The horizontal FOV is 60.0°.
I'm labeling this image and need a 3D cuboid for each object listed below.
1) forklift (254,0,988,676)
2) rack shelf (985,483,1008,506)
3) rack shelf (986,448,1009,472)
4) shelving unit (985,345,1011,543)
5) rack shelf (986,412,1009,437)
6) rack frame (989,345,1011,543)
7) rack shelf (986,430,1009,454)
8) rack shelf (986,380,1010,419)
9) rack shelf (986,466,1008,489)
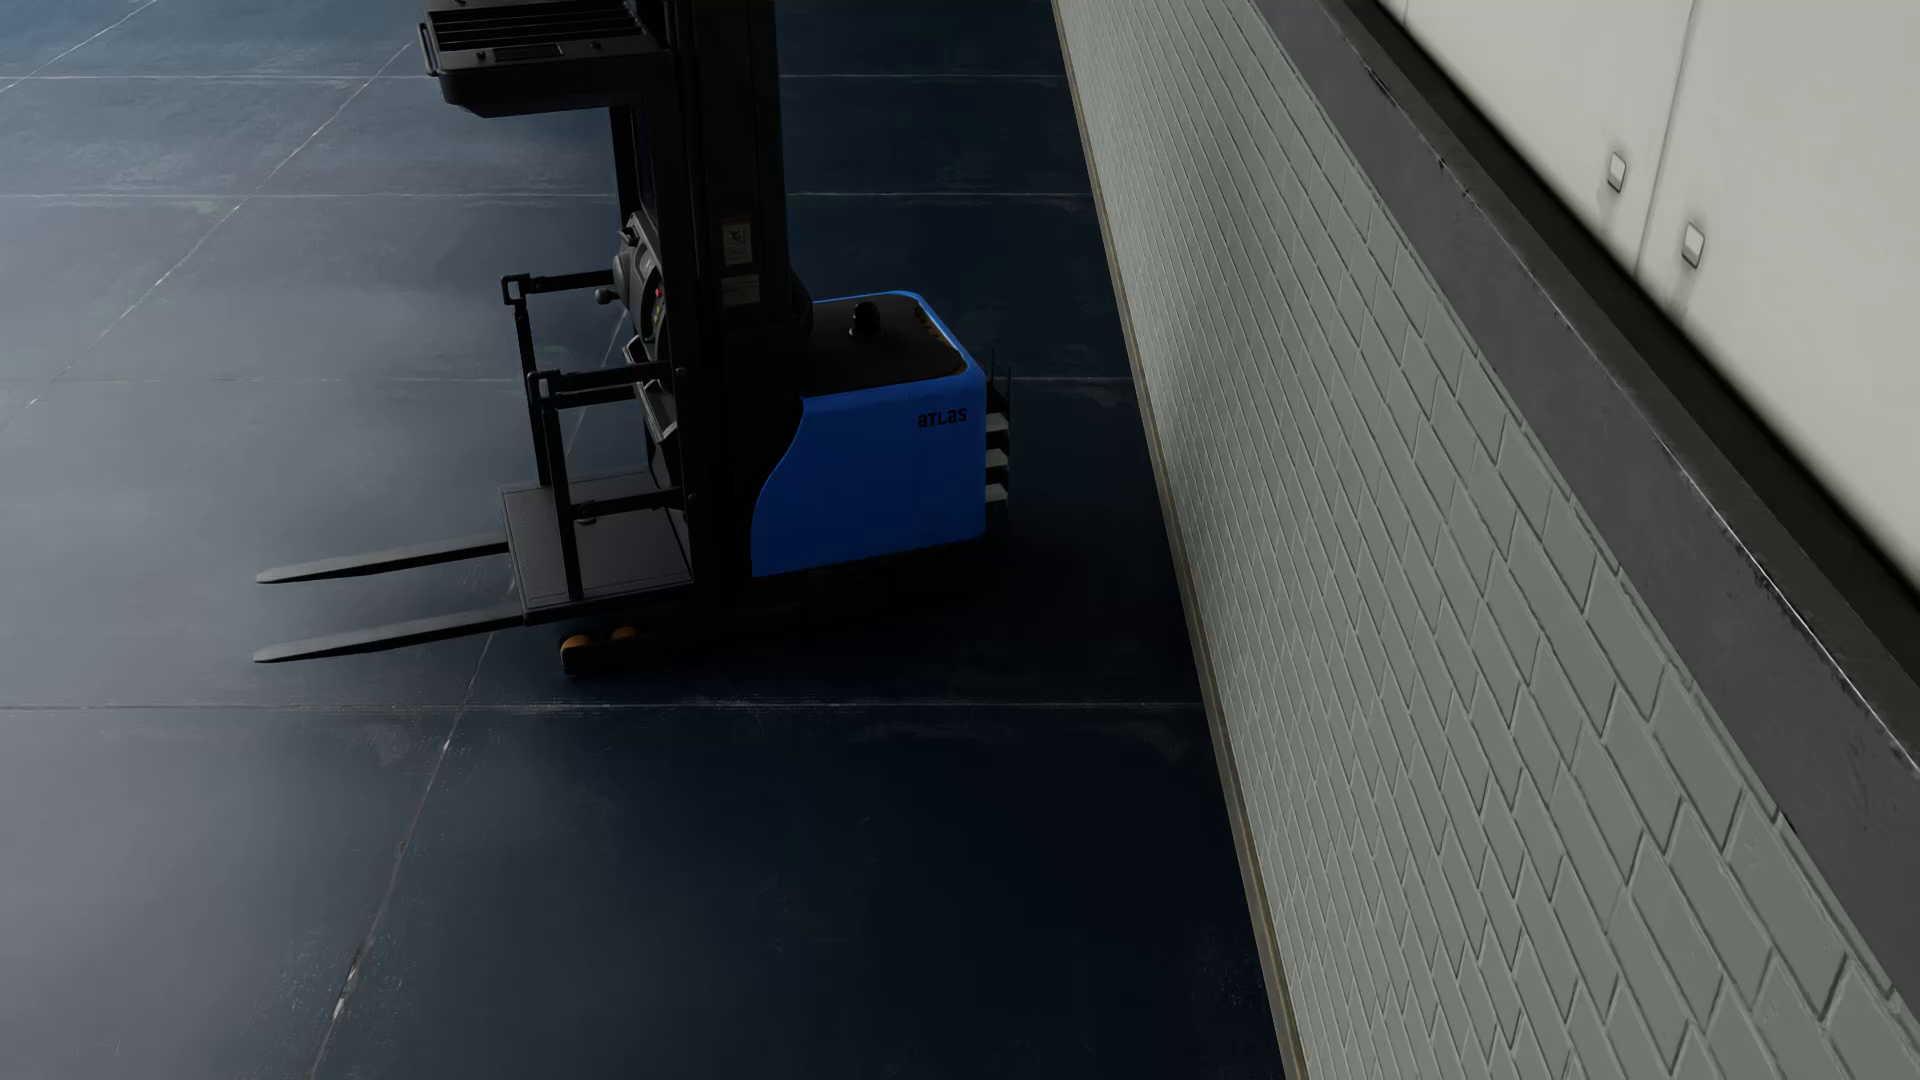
[{"bbox_3d":[-1.451,-1.003,6.578,3.031,2.935,1.130,-10,33,-16],"label":"forklift"},{"bbox_3d":[0.084,-0.231,7.674,0.200,0.077,0.258,-10,33,-16],"label":"rack shelf"},{"bbox_3d":[0.084,-0.384,7.580,0.200,0.077,0.258,-10,33,-16],"label":"rack shelf"},{"bbox_3d":[0.084,-0.413,7.563,0.210,0.900,0.258,-10,33,-16],"label":"shelving unit"},{"bbox_3d":[0.084,-0.538,7.487,0.200,0.077,0.258,-10,33,-16],"label":"rack shelf"},{"bbox_3d":[0.180,-0.430,7.591,0.006,0.900,0.240,-10,33,-16],"label":"rack frame"},{"bbox_3d":[0.084,-0.461,7.534,0.200,0.077,0.258,-10,33,-16],"label":"rack shelf"},{"bbox_3d":[0.084,-0.615,7.440,0.200,0.077,0.258,-10,33,-16],"label":"rack shelf"},{"bbox_3d":[0.084,-0.308,7.627,0.200,0.077,0.258,-10,33,-16],"label":"rack shelf"}]
